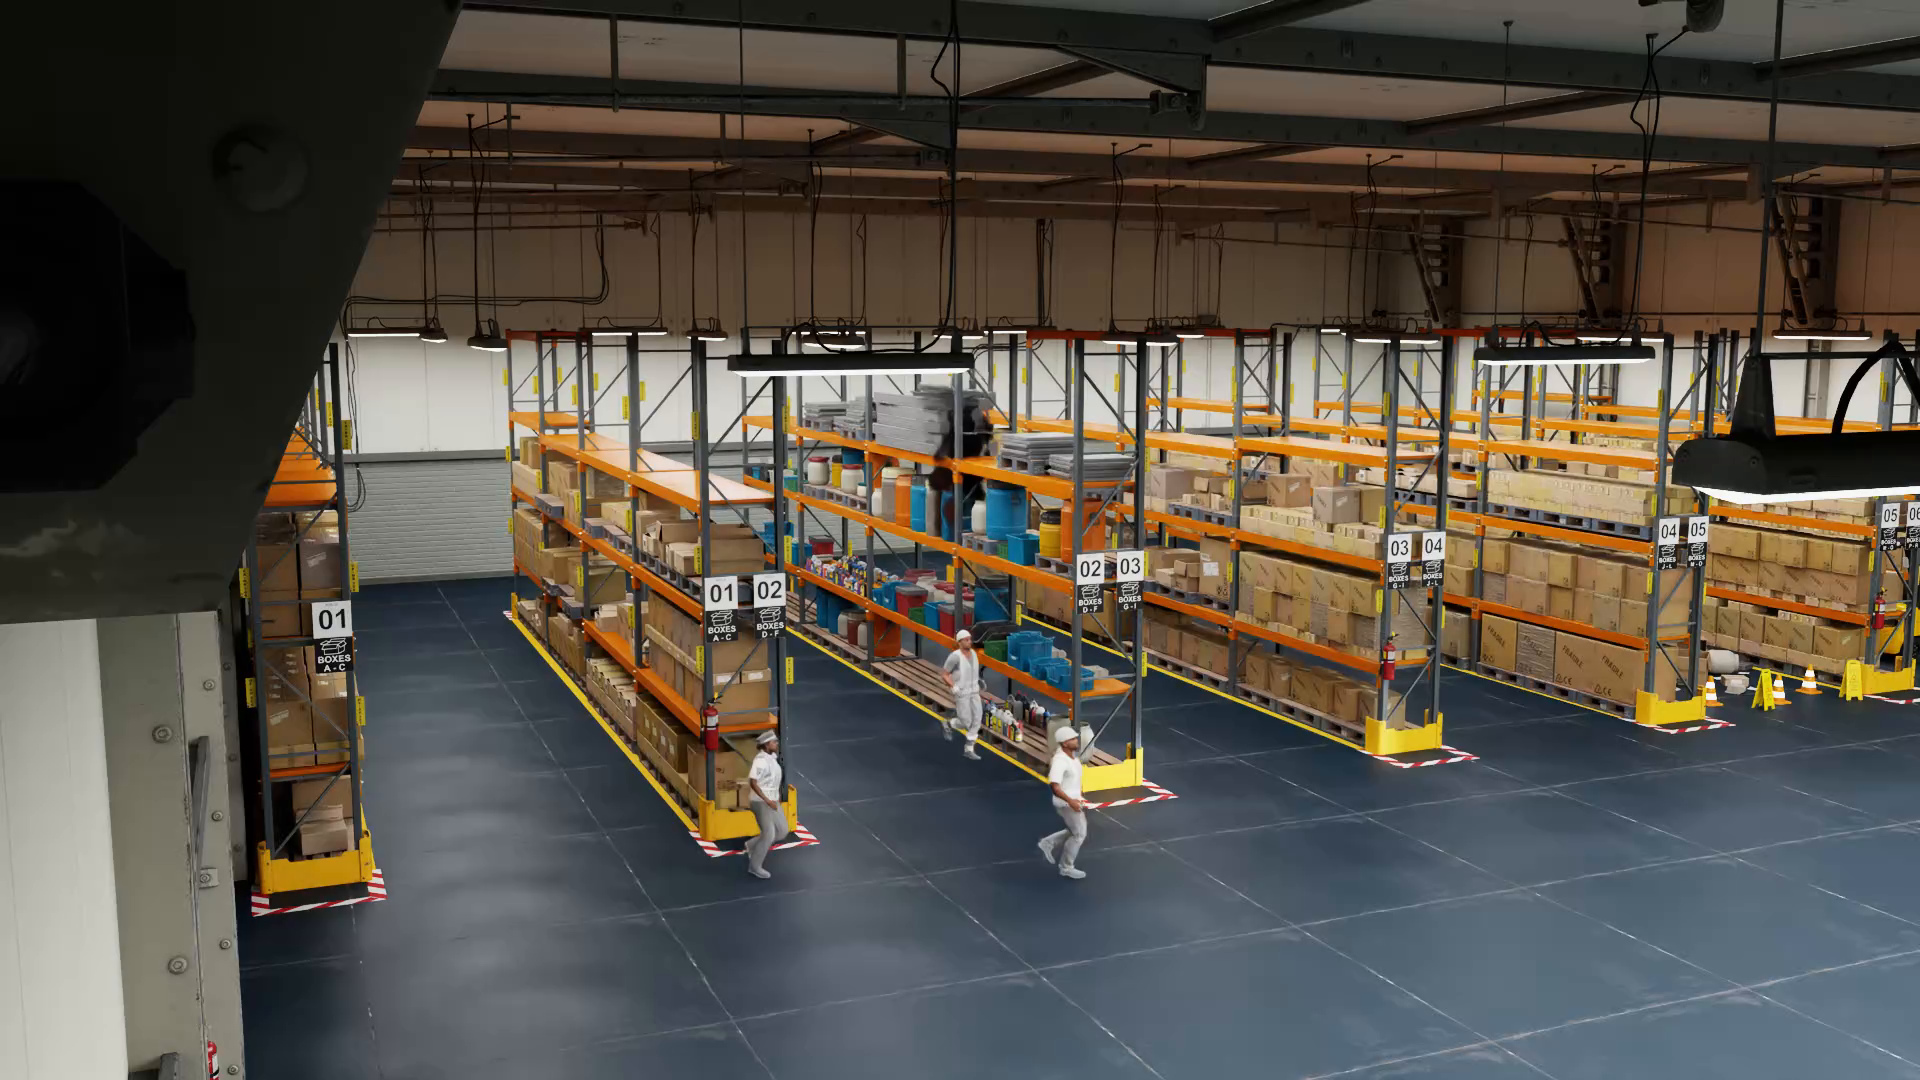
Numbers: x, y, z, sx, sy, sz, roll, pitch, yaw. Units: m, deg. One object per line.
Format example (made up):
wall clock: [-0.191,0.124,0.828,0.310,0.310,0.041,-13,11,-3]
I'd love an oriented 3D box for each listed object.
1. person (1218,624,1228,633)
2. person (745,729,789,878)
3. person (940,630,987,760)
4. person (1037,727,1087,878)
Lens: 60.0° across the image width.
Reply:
person: [5.105,1.231,31.851,0.575,1.557,0.678,-3,8,-22]
person: [-2.190,2.971,18.945,0.430,1.637,0.627,2,8,16]
person: [0.051,2.092,22.730,0.656,1.760,0.704,-7,10,-40]
person: [1.153,2.944,18.753,0.561,1.732,0.693,1,8,10]
